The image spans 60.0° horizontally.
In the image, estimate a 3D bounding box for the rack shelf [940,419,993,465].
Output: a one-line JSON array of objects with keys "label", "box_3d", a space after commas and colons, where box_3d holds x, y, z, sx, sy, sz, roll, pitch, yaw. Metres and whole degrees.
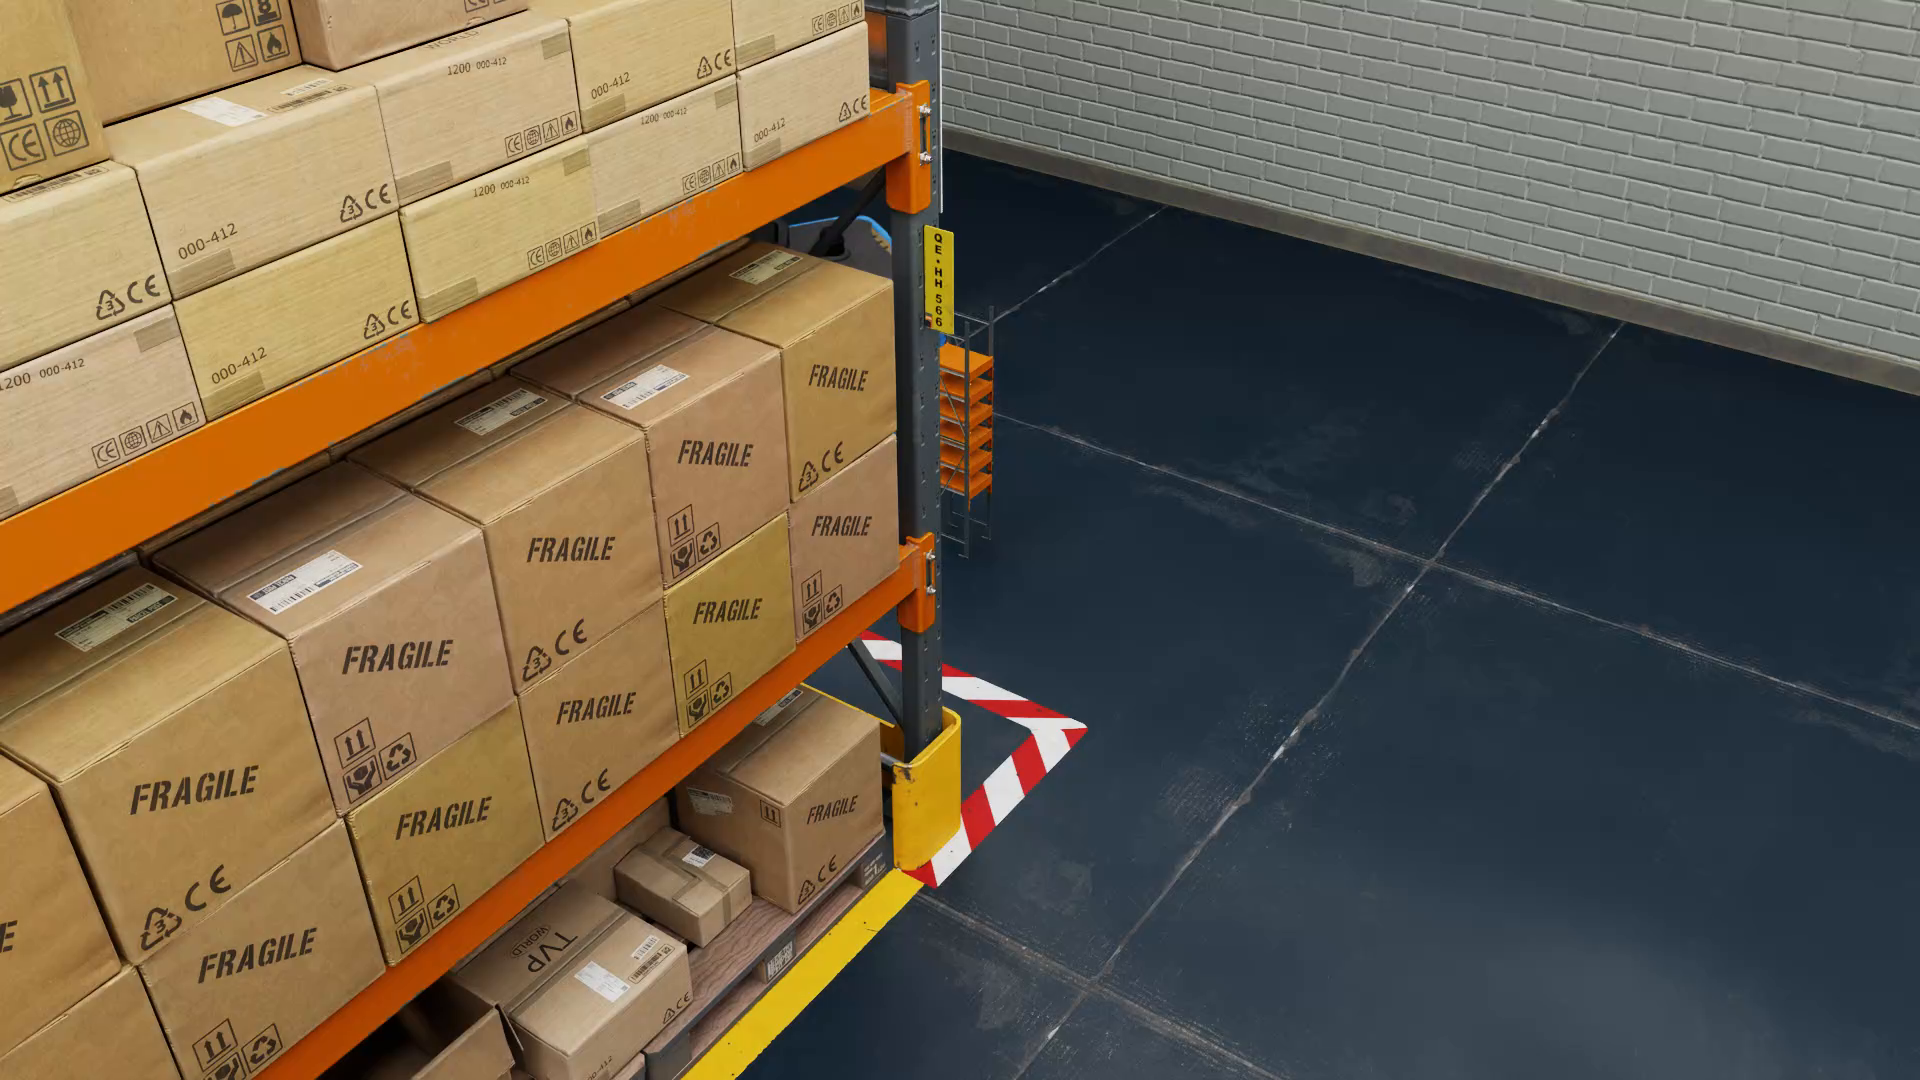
[{"label": "rack shelf", "box_3d": [-0.008, -0.454, 7.429, 0.258, 0.103, 0.180, 21, 39, 28]}]

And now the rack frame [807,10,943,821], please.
[{"label": "rack frame", "box_3d": [-0.506, -0.337, 5.571, 1.000, 3.000, 0.127, 21, 39, 28]}]

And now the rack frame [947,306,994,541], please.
[{"label": "rack frame", "box_3d": [0.044, -0.532, 7.466, 0.240, 1.200, 0.006, 21, 39, 28]}]

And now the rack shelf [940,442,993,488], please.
[{"label": "rack shelf", "box_3d": [-0.008, -0.354, 7.496, 0.258, 0.103, 0.180, 21, 39, 28]}]

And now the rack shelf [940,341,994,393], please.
[{"label": "rack shelf", "box_3d": [-0.008, -0.752, 7.227, 0.258, 0.103, 0.180, 21, 39, 28]}]

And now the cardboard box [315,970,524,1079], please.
[{"label": "cardboard box", "box_3d": [-1.719, 1.489, 4.706, 0.797, 0.503, 0.637, 21, 39, 28]}]

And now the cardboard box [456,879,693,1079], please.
[{"label": "cardboard box", "box_3d": [-1.180, 1.376, 5.099, 0.500, 0.250, 0.500, 21, 39, 28]}]

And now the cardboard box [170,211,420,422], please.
[{"label": "cardboard box", "box_3d": [-1.449, -0.511, 3.284, 0.500, 0.250, 0.500, 21, 39, 28]}]

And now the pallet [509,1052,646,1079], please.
[{"label": "pallet", "box_3d": [-1.699, 1.780, 4.930, 1.003, 0.211, 1.213, 21, 39, 28]}]

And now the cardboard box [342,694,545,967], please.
[{"label": "cardboard box", "box_3d": [-1.407, 0.614, 4.075, 0.500, 0.500, 0.500, 21, 39, 28]}]

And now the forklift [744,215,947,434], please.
[{"label": "forklift", "box_3d": [-1.602, -1.360, 7.145, 3.031, 2.935, 1.130, -15, 37, -21]}]

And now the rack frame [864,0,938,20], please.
[{"label": "rack frame", "box_3d": [-0.506, -2.822, 3.890, 1.000, 3.000, 0.127, 21, 39, 28]}]

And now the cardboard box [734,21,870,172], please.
[{"label": "cardboard box", "box_3d": [-0.582, -1.197, 4.298, 0.500, 0.250, 0.500, 21, 39, 28]}]

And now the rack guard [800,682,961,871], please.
[{"label": "rack guard", "box_3d": [-0.549, 0.733, 6.219, 1.175, 0.500, 0.348, 21, 39, 28]}]

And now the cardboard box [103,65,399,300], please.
[{"label": "cardboard box", "box_3d": [-1.442, -0.715, 3.140, 0.500, 0.250, 0.500, 21, 39, 28]}]

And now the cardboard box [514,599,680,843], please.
[{"label": "cardboard box", "box_3d": [-1.119, 0.382, 4.418, 0.500, 0.500, 0.500, 22, 40, 29]}]

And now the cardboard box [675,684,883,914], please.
[{"label": "cardboard box", "box_3d": [-0.613, 0.845, 5.661, 0.500, 0.500, 0.500, 21, 39, 28]}]

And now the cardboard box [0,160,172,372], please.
[{"label": "cardboard box", "box_3d": [-1.727, -0.485, 2.800, 0.500, 0.250, 0.500, 21, 39, 28]}]

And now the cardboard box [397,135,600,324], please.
[{"label": "cardboard box", "box_3d": [-1.150, -0.736, 3.617, 0.500, 0.250, 0.500, 21, 39, 28]}]

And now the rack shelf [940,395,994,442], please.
[{"label": "rack shelf", "box_3d": [-0.008, -0.553, 7.362, 0.258, 0.103, 0.180, 21, 39, 28]}]

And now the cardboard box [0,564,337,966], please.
[{"label": "cardboard box", "box_3d": [-1.699, 0.447, 3.429, 0.500, 0.500, 0.500, 20, 39, 27]}]

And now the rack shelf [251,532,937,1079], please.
[{"label": "rack shelf", "box_3d": [-1.646, 0.881, 4.411, 1.077, 0.370, 4.000, 21, 39, 28]}]

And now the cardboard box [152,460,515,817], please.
[{"label": "cardboard box", "box_3d": [-1.406, 0.209, 3.781, 0.500, 0.500, 0.500, 23, 40, 30]}]

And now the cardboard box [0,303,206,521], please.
[{"label": "cardboard box", "box_3d": [-1.731, -0.280, 2.942, 0.500, 0.250, 0.500, 21, 39, 28]}]

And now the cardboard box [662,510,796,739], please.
[{"label": "cardboard box", "box_3d": [-0.830, 0.155, 4.755, 0.500, 0.500, 0.500, 22, 40, 29]}]

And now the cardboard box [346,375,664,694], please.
[{"label": "cardboard box", "box_3d": [-1.113, -0.027, 4.130, 0.500, 0.500, 0.500, 22, 40, 29]}]

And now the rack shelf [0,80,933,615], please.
[{"label": "rack shelf", "box_3d": [-1.646, -0.361, 3.571, 1.077, 0.370, 4.000, 21, 39, 28]}]

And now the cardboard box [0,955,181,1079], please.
[{"label": "cardboard box", "box_3d": [-1.983, 1.078, 3.389, 0.500, 0.500, 0.500, 22, 40, 29]}]

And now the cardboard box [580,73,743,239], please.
[{"label": "cardboard box", "box_3d": [-0.876, -0.970, 3.963, 0.500, 0.250, 0.500, 21, 39, 28]}]

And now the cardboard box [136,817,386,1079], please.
[{"label": "cardboard box", "box_3d": [-1.695, 0.849, 3.728, 0.500, 0.500, 0.500, 21, 39, 28]}]

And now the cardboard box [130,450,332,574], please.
[{"label": "cardboard box", "box_3d": [-1.845, 0.033, 4.041, 0.500, 0.500, 0.500, 21, 39, 28]}]

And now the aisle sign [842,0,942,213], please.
[{"label": "aisle sign", "box_3d": [-0.215, -1.347, 4.744, 0.394, 0.787, 0.004, 21, 39, 28]}]

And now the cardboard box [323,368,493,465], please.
[{"label": "cardboard box", "box_3d": [-1.556, -0.201, 4.388, 0.500, 0.500, 0.500, 22, 40, 29]}]

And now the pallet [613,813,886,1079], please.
[{"label": "pallet", "box_3d": [-1.003, 1.220, 5.757, 1.003, 0.211, 1.213, 21, 39, 28]}]

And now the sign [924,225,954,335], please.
[{"label": "sign", "box_3d": [-0.061, -0.761, 4.882, 0.100, 0.325, 0.005, 21, 39, 28]}]

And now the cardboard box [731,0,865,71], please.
[{"label": "cardboard box", "box_3d": [-0.589, -1.407, 4.162, 0.500, 0.250, 0.500, 21, 39, 28]}]

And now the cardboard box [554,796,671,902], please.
[{"label": "cardboard box", "box_3d": [-1.334, 1.010, 5.641, 0.500, 0.250, 0.500, 21, 39, 28]}]

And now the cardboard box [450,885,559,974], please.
[{"label": "cardboard box", "box_3d": [-1.619, 1.240, 5.301, 0.500, 0.250, 0.500, 21, 39, 28]}]

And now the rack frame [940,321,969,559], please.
[{"label": "rack frame", "box_3d": [-0.060, -0.448, 7.342, 0.240, 1.200, 0.006, 21, 39, 28]}]

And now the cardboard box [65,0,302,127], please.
[{"label": "cardboard box", "box_3d": [-1.699, -1.126, 3.078, 0.700, 0.500, 0.500, 21, 39, 28]}]

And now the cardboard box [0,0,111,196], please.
[{"label": "cardboard box", "box_3d": [-1.859, -0.847, 2.666, 0.700, 0.500, 0.500, 21, 39, 28]}]

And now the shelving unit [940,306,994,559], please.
[{"label": "shelving unit", "box_3d": [-0.008, -0.490, 7.404, 0.258, 1.200, 0.189, 21, 39, 28]}]

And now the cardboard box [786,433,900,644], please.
[{"label": "cardboard box", "box_3d": [-0.537, -0.085, 5.109, 0.500, 0.500, 0.500, 23, 40, 30]}]

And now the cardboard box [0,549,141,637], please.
[{"label": "cardboard box", "box_3d": [-2.133, 0.264, 3.700, 0.500, 0.500, 0.500, 22, 40, 29]}]

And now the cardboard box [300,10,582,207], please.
[{"label": "cardboard box", "box_3d": [-1.162, -0.948, 3.483, 0.500, 0.250, 0.500, 21, 39, 28]}]

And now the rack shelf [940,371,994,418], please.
[{"label": "rack shelf", "box_3d": [-0.008, -0.652, 7.294, 0.258, 0.103, 0.180, 21, 39, 28]}]

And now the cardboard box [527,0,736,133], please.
[{"label": "cardboard box", "box_3d": [-0.874, -1.176, 3.822, 0.500, 0.250, 0.500, 21, 39, 28]}]

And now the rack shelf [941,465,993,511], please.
[{"label": "rack shelf", "box_3d": [-0.008, -0.255, 7.563, 0.258, 0.103, 0.180, 21, 39, 28]}]

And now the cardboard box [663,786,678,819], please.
[{"label": "cardboard box", "box_3d": [-1.169, 0.852, 5.948, 0.380, 0.166, 0.250, 21, 39, 28]}]

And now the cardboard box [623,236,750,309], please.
[{"label": "cardboard box", "box_3d": [-0.975, -0.673, 5.085, 0.500, 0.500, 0.500, 23, 40, 30]}]

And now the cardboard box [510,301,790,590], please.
[{"label": "cardboard box", "box_3d": [-0.821, -0.267, 4.486, 0.500, 0.500, 0.500, 22, 40, 29]}]

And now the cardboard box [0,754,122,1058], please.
[{"label": "cardboard box", "box_3d": [-1.993, 0.684, 3.079, 0.500, 0.500, 0.500, 20, 39, 27]}]

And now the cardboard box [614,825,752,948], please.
[{"label": "cardboard box", "box_3d": [-0.918, 1.141, 5.522, 0.380, 0.166, 0.250, 21, 39, 28]}]

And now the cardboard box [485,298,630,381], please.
[{"label": "cardboard box", "box_3d": [-1.267, -0.430, 4.726, 0.500, 0.500, 0.500, 22, 40, 29]}]

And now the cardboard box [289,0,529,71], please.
[{"label": "cardboard box", "box_3d": [-1.337, -1.326, 3.374, 0.700, 0.500, 0.500, 21, 39, 28]}]

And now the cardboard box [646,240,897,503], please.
[{"label": "cardboard box", "box_3d": [-0.534, -0.500, 4.830, 0.500, 0.500, 0.500, 21, 39, 28]}]
